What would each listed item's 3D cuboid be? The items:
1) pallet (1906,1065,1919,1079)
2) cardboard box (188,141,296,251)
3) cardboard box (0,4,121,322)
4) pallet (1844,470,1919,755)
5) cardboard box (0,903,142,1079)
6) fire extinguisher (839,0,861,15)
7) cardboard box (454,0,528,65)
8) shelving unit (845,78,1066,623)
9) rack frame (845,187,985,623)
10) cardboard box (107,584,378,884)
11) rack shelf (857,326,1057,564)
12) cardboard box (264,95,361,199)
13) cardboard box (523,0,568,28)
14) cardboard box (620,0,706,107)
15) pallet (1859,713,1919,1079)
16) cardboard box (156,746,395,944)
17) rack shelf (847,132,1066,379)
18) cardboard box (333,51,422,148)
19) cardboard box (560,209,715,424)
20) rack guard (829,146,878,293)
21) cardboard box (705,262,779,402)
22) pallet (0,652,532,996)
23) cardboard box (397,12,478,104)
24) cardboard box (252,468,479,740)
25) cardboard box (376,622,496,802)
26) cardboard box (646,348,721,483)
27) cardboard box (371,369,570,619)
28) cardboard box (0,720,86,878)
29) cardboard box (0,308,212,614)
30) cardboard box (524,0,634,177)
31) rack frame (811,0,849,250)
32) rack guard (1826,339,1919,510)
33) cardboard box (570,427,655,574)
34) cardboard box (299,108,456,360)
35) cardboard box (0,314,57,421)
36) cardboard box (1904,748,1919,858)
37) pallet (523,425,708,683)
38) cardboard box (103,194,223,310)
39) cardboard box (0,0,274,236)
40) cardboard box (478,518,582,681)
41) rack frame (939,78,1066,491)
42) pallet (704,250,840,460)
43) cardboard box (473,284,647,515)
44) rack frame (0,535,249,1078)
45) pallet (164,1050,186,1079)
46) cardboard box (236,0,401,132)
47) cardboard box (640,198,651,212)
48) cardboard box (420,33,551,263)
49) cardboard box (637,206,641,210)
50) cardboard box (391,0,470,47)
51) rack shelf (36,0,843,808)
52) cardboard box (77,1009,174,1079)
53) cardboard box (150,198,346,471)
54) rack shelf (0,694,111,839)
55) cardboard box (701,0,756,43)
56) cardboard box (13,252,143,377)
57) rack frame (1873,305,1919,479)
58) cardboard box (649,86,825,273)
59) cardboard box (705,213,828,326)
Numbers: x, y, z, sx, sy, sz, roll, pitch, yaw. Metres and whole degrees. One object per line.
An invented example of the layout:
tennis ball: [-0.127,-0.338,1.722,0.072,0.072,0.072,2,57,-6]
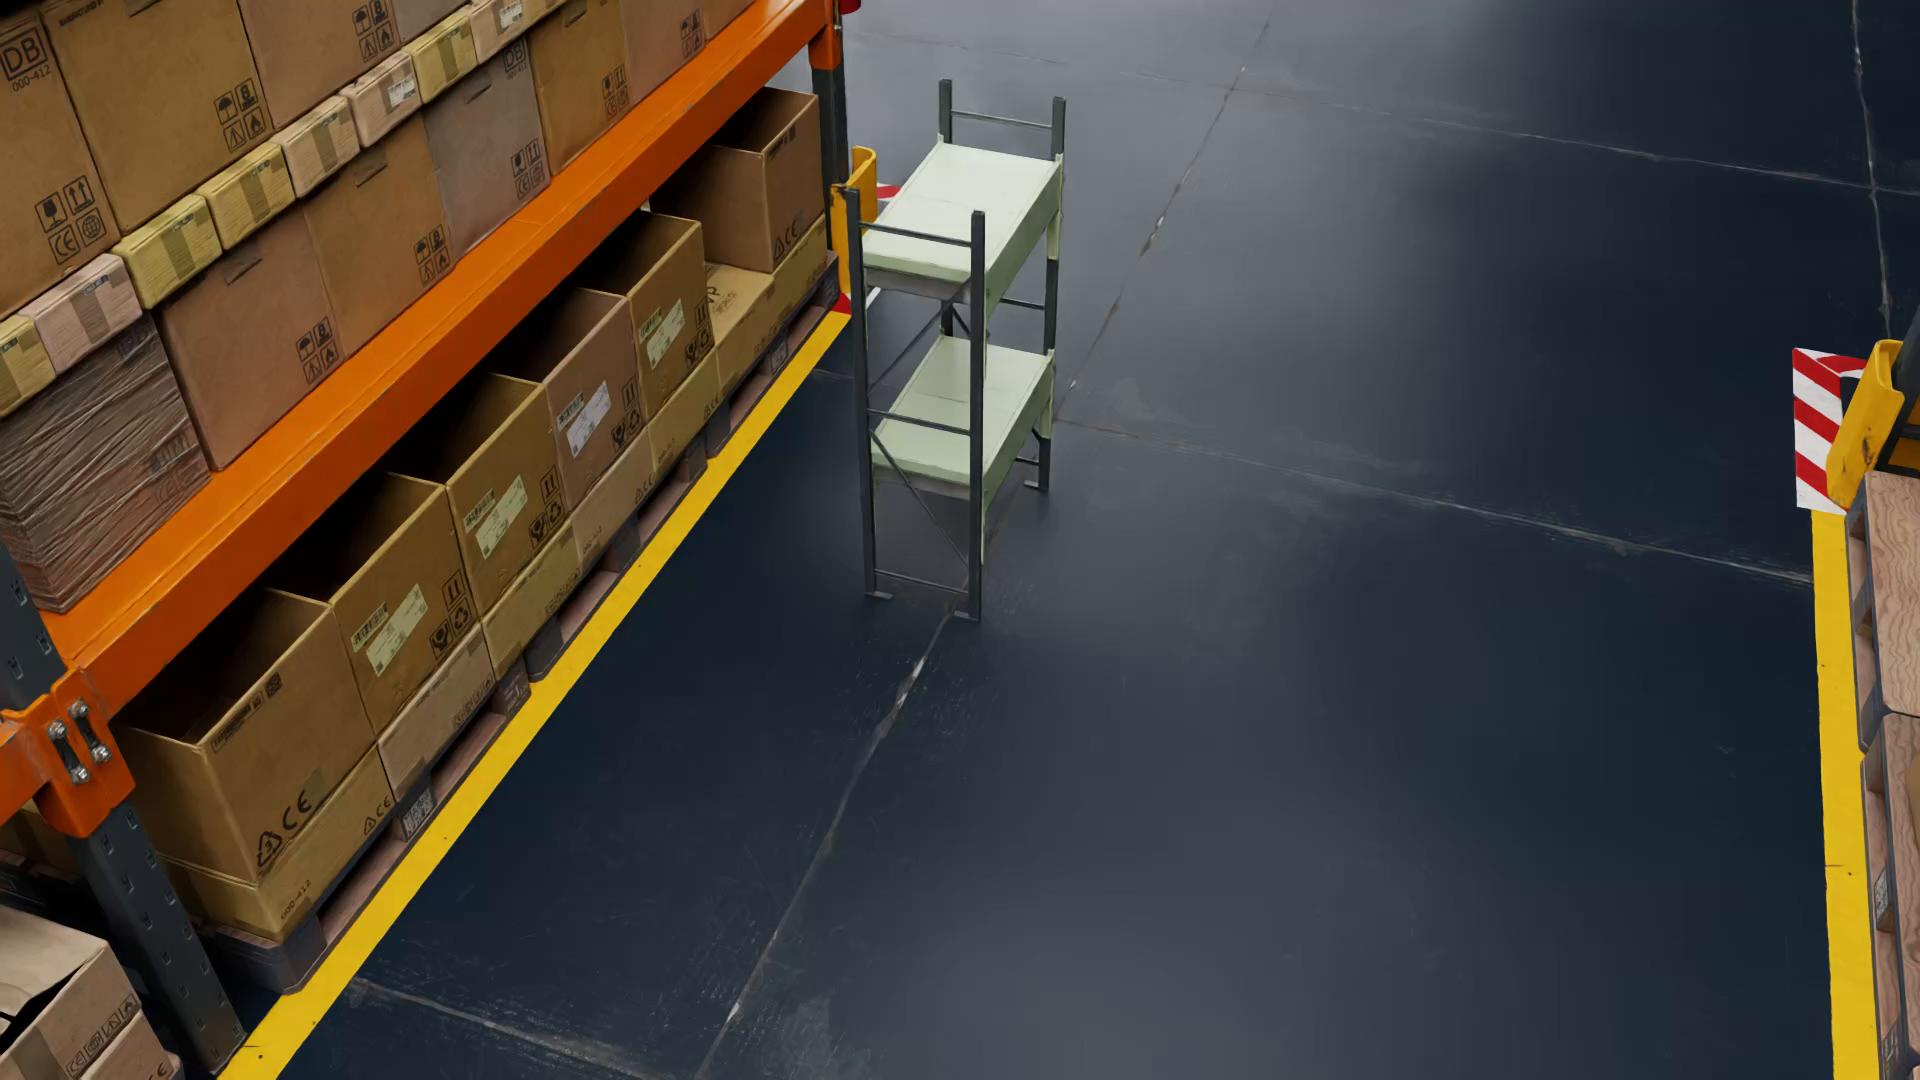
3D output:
pallet: [2.541,1.799,3.479,1.003,0.211,1.213,13,42,15]
cardboard box: [-1.777,-0.819,3.822,0.380,0.149,0.250,13,42,15]
cardboard box: [-2.166,-0.745,3.236,0.700,0.500,0.500,13,42,15]
pallet: [3.376,0.310,5.223,1.003,0.211,1.213,13,42,15]
cardboard box: [-2.181,1.042,3.581,0.500,0.311,0.500,13,42,15]
fire extinguisher: [-0.467,-2.321,6.219,0.296,0.674,0.183,13,42,15]
cardboard box: [-1.424,-1.444,4.555,0.380,0.149,0.250,13,42,14]
shelving unit: [0.002,-0.575,5.268,0.431,1.500,0.755,13,42,15]
rack frame: [-0.123,-0.351,5.006,0.400,1.500,0.023,13,42,15]
cardboard box: [-1.859,0.446,4.134,0.500,0.500,0.500,13,42,15]
rack shelf: [0.002,-0.327,5.480,0.431,0.370,0.720,13,42,15]
cardboard box: [-1.689,-0.971,4.000,0.380,0.149,0.250,12,42,14]
cardboard box: [-1.337,-1.601,4.739,0.380,0.149,0.250,14,43,16]
cardboard box: [-1.291,-1.816,5.491,0.700,0.500,0.500,14,43,16]
pallet: [2.957,1.052,4.354,1.003,0.211,1.213,13,42,15]
cardboard box: [-1.868,0.729,4.380,0.500,0.250,0.500,13,42,15]
rack shelf: [0.002,-0.872,5.015,0.431,0.370,0.720,13,42,15]
cardboard box: [-1.601,-1.134,4.192,0.380,0.149,0.250,12,42,14]
cardboard box: [-1.176,-0.774,5.564,0.500,0.500,0.500,13,42,15]
rack guard: [-0.936,-1.445,7.059,1.175,0.500,0.348,13,42,15]
cardboard box: [-1.009,-0.795,6.166,0.500,0.250,0.500,13,42,15]
pallet: [-2.000,0.643,4.833,1.003,0.211,1.213,13,42,15]
cardboard box: [-1.511,-1.293,4.378,0.380,0.149,0.250,13,42,15]
cardboard box: [-1.695,0.139,4.493,0.500,0.500,0.500,13,42,15]
cardboard box: [-1.692,0.425,4.736,0.500,0.250,0.500,13,42,15]
cardboard box: [-1.179,-0.490,5.808,0.500,0.250,0.500,13,42,15]
cardboard box: [-1.517,-0.164,4.849,0.500,0.500,0.500,13,42,15]
cardboard box: [-2.358,0.613,4.515,0.500,0.250,0.500,13,42,15]
cardboard box: [-2.166,-0.252,3.657,0.700,0.500,0.500,12,42,14]
cardboard box: [-1.466,-1.515,5.137,0.700,0.500,0.500,14,42,15]
rack frame: [-0.944,-2.382,6.230,1.000,3.000,0.127,13,42,15]
rack guard: [3.687,-0.287,5.701,1.175,0.500,0.348,13,42,15]
cardboard box: [-1.351,-0.185,5.451,0.500,0.250,0.500,13,42,15]
cardboard box: [-1.816,-0.880,4.394,0.700,0.500,0.500,14,42,16]
cardboard box: [-2.038,-0.348,3.270,0.380,0.149,0.250,13,42,15]
cardboard box: [2.899,0.685,4.223,0.700,0.500,0.500,11,42,12]
pallet: [-1.585,-0.103,5.709,1.003,0.211,1.213,13,42,15]
cardboard box: [-1.865,-0.659,3.634,0.380,0.149,0.250,12,42,14]
cardboard box: [-1.994,-1.054,3.598,0.700,0.500,0.500,13,42,15]
cardboard box: [-1.517,0.121,5.092,0.500,0.250,0.500,13,42,15]
rack frame: [0.127,-0.798,5.530,0.400,1.500,0.023,13,42,15]
pallet: [-1.166,-0.845,6.578,1.003,0.211,1.213,13,42,15]
cardboard box: [-1.348,-0.470,5.206,0.500,0.500,0.500,13,42,15]
rack frame: [-2.312,0.058,3.371,1.000,3.000,0.127,13,42,15]
pallet: [-2.527,1.577,3.739,1.003,0.211,1.213,13,42,15]
cardboard box: [-1.822,-1.359,3.956,0.700,0.500,0.500,13,42,15]
cardboard box: [-1.336,-1.218,6.661,0.500,0.250,0.500,13,42,15]
cardboard box: [-1.642,-1.193,4.760,0.700,0.500,0.500,15,43,16]
cardboard box: [-1.505,-1.197,6.060,0.500,0.500,0.500,13,42,15]
cardboard box: [-1.651,-1.664,4.312,0.700,0.500,0.500,13,42,15]
rack shelf: [-1.628,-0.888,5.034,1.077,0.370,4.000,13,42,15]
cardboard box: [-2.181,1.262,3.755,0.500,0.250,0.500,13,42,15]
cardboard box: [-1.992,-0.575,4.036,0.700,0.500,0.500,13,42,15]
rack shelf: [-2.996,1.552,2.174,1.077,0.370,4.000,13,42,15]
cardboard box: [-1.115,-2.138,5.867,0.700,0.500,0.500,13,42,15]
cardboard box: [-1.952,-0.501,3.449,0.380,0.149,0.250,14,42,16]
rack frame: [3.713,-1.284,4.944,1.000,3.000,0.127,13,42,15]
cardboard box: [-0.848,-1.387,6.282,0.500,0.500,0.500,13,42,15]
cardboard box: [-0.850,-1.103,6.526,0.500,0.250,0.500,13,42,15]
